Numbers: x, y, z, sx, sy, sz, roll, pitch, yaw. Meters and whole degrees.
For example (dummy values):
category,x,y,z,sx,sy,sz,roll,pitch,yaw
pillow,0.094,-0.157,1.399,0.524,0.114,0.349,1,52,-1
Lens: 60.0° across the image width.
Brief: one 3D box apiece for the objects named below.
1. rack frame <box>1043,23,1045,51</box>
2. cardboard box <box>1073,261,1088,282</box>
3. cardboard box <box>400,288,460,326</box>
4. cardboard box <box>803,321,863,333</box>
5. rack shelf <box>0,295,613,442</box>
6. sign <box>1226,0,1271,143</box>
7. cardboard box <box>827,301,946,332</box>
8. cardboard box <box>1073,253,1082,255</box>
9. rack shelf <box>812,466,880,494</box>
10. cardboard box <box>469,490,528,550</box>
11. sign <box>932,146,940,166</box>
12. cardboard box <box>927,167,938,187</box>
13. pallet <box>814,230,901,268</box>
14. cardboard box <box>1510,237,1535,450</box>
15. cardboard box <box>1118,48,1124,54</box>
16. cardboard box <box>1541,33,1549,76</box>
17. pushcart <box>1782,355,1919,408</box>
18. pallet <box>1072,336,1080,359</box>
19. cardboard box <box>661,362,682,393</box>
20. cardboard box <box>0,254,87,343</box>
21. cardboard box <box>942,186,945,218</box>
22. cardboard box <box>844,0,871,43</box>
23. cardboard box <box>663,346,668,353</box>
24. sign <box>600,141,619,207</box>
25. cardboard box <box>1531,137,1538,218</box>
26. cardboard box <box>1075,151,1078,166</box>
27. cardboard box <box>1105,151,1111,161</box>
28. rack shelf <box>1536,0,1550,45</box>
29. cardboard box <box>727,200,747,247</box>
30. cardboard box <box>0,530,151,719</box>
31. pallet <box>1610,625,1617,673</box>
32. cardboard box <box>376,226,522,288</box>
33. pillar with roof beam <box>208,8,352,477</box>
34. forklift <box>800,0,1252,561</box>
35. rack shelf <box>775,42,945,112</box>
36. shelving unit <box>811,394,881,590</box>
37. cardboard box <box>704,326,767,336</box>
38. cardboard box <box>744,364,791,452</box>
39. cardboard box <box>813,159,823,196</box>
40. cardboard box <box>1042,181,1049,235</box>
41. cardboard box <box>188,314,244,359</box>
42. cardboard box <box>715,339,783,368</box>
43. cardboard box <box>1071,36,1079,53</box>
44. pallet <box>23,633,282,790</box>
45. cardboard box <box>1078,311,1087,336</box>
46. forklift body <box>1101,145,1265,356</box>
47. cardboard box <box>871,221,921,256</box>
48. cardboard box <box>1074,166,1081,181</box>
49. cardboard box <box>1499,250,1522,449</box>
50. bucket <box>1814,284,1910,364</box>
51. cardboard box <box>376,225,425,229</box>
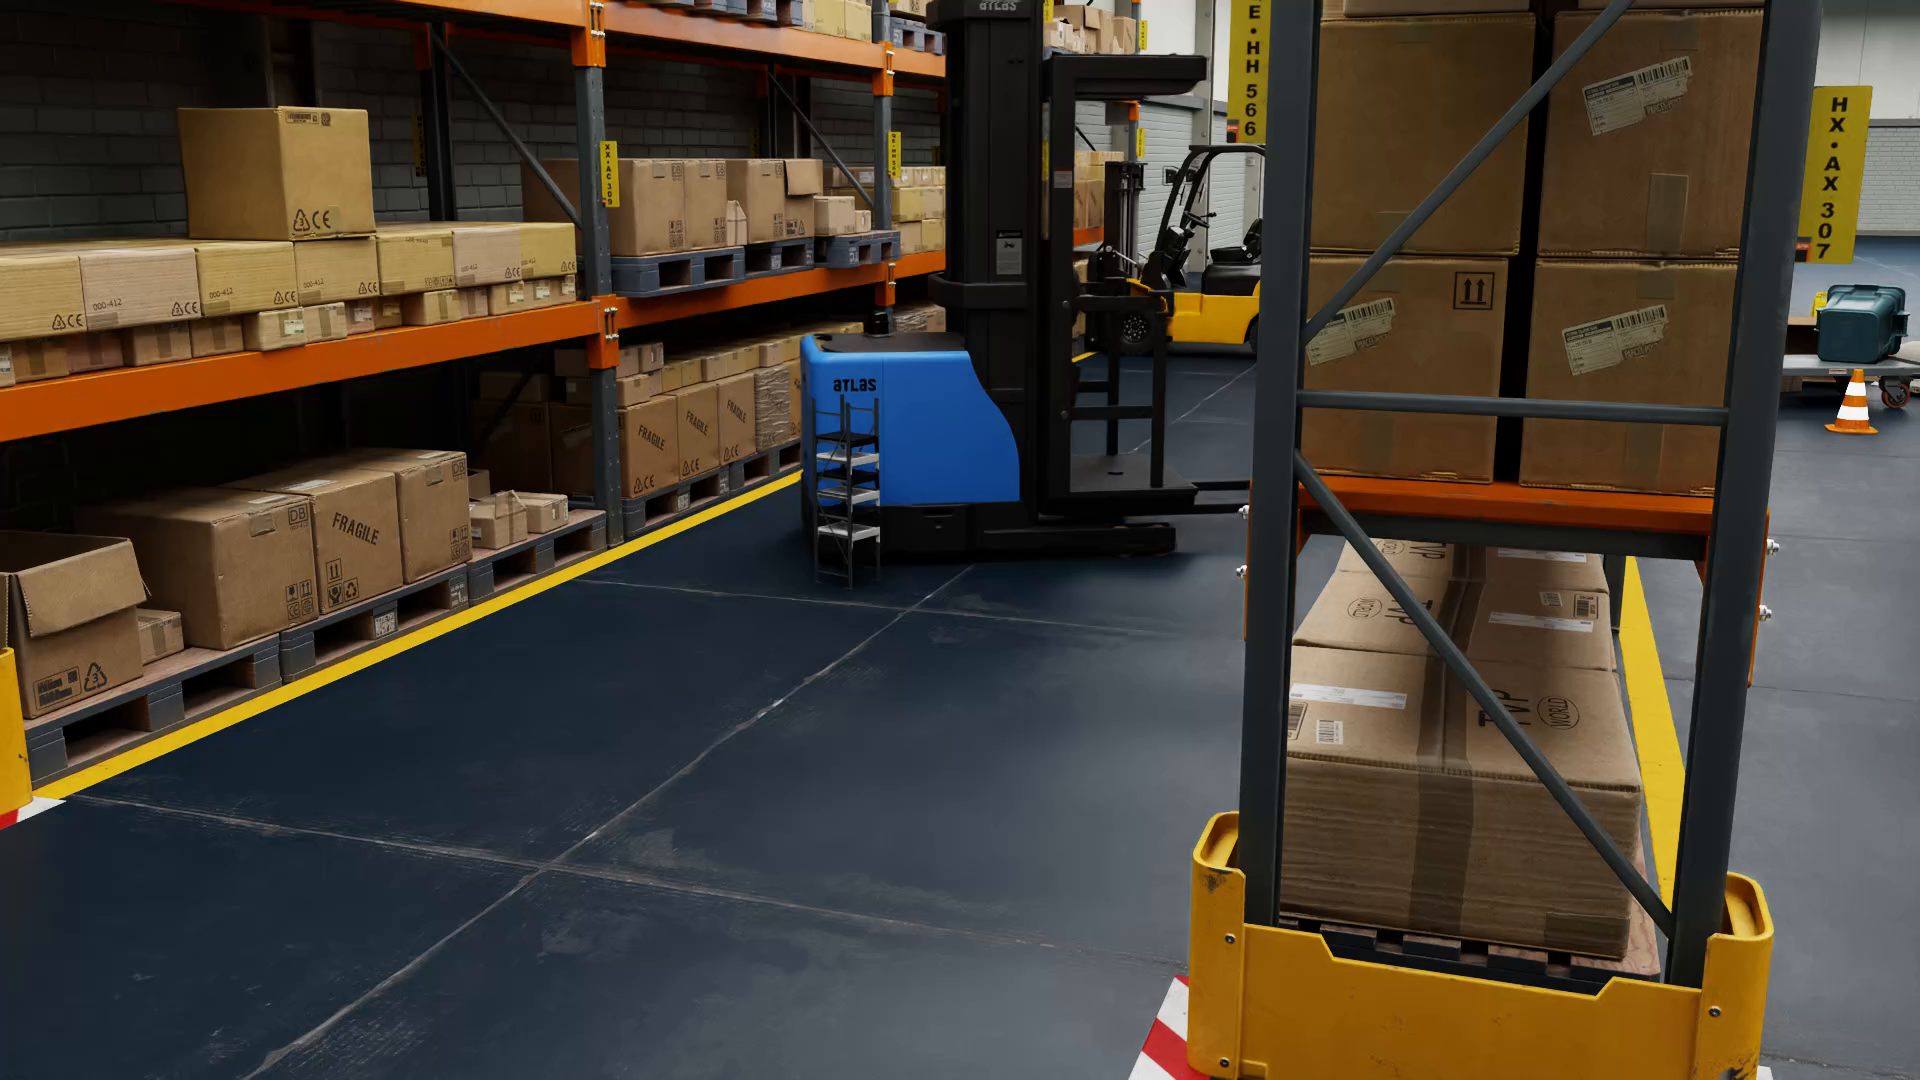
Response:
category,x,y,z,sx,sy,sz,roll,pitch,yaw
rack frame,0.300,-6.073,15.372,1.000,3.000,0.127,4,14,18
cardboard box,1.078,-2.792,17.466,0.500,0.250,0.500,5,14,20
cardboard box,-2.444,-1.034,7.341,0.380,0.149,0.250,4,13,18
cardboard box,-0.915,-1.486,11.973,0.380,0.149,0.250,4,13,16
rack shelf,-2.936,-0.692,6.895,1.077,0.370,4.000,4,14,18
sign,0.606,-0.987,3.436,0.100,0.325,0.005,4,14,18
cardboard box,-0.576,-1.621,13.743,0.875,0.625,0.625,5,14,20
cardboard box,1.101,-3.149,19.032,0.500,0.250,0.500,4,14,18
rack shelf,-0.546,-0.289,7.977,0.258,0.077,0.200,10,16,37
cardboard box,-2.307,-0.122,7.981,0.396,0.266,0.258,5,14,20
sign,-0.226,-3.648,16.108,0.100,0.325,0.005,4,14,18
cardboard box,-0.396,-2.885,13.204,0.380,0.149,0.250,5,14,19
pallet,-1.147,-2.065,11.724,1.213,0.211,1.003,4,14,18
cardboard box,1.679,-0.503,4.224,0.500,0.500,0.500,4,13,18
cardboard box,1.613,-5.387,18.506,0.380,0.149,0.250,4,13,17
cardboard box,2.333,-1.772,6.082,0.380,0.149,0.250,4,14,18
pushcart,7.171,-1.359,14.096,1.648,0.377,0.936,0,13,-1
pallet,0.597,-1.953,17.070,1.003,0.211,1.213,4,14,18
cardboard box,-1.832,-0.941,9.586,0.380,0.149,0.250,4,13,15
cardboard box,-3.181,-0.769,5.287,0.500,0.250,0.500,4,14,19
cardboard box,-0.270,-2.767,13.582,0.500,0.250,0.500,4,13,17
cardboard box,-0.931,-3.570,11.482,0.500,0.250,0.500,4,13,17
cardboard box,-2.064,-1.140,10.457,0.380,0.149,0.250,5,14,19
sign,-1.773,-1.848,8.399,0.100,0.325,0.005,4,14,18
cardboard box,2.020,-1.205,5.055,0.500,0.500,0.500,4,14,19
cardboard box,0.996,-3.923,17.084,0.380,0.149,0.250,4,13,18
cardboard box,1.438,-4.189,18.247,0.380,0.149,0.250,5,14,20
rack shelf,3.056,-2.640,8.689,1.077,0.370,4.000,4,14,18
cardboard box,-1.476,-1.868,9.788,0.396,0.266,0.258,5,14,21
cardboard box,-3.295,0.269,5.735,0.797,0.503,0.637,4,13,16
pallet,2.089,0.407,6.731,1.003,0.211,1.213,4,14,18
cardboard box,-2.371,-1.304,7.630,0.500,0.250,0.500,4,14,19
pillar with roof beam,0.707,-3.997,6.276,9.100,9.000,0.400,4,14,18
forklift,0.679,-1.451,8.758,3.031,2.935,1.130,-2,13,-8
rack shelf,-0.347,-3.839,13.941,1.077,0.370,4.000,4,14,18
shelving unit,-0.546,-0.234,7.990,0.258,0.900,0.210,10,16,37
cardboard box,-1.574,-1.409,11.635,0.380,0.149,0.250,5,14,19
cardboard box,-1.417,-0.862,10.696,0.500,0.500,0.500,4,13,16
cardboard box,-1.309,-2.462,11.866,0.500,0.500,0.500,5,14,21
cardboard box,0.690,-3.271,16.355,0.500,0.500,0.500,4,13,17
cardboard box,-2.906,-0.768,6.178,0.380,0.149,0.250,5,14,19
cardboard box,-1.370,-1.209,10.759,0.380,0.149,0.250,4,13,16
cardboard box,0.981,-4.976,16.703,0.380,0.149,0.250,5,14,20
pallet,-3.301,0.554,6.086,1.003,0.211,1.213,4,14,18
cardboard box,1.071,-2.308,17.593,0.500,0.250,0.500,5,14,19
forklift body,2.707,-3.046,17.499,2.313,2.155,1.214,4,14,18
cardboard box,-0.620,-2.309,12.699,0.500,0.250,0.500,4,14,19
cardboard box,1.028,-3.774,17.102,0.380,0.149,0.250,4,14,18
cardboard box,1.197,-0.539,4.383,0.500,0.500,0.500,4,13,17
bucket,7.577,-1.796,14.057,0.726,0.611,0.620,10,26,38
cardboard box,-2.860,-1.345,7.807,0.500,0.250,0.500,4,14,18
